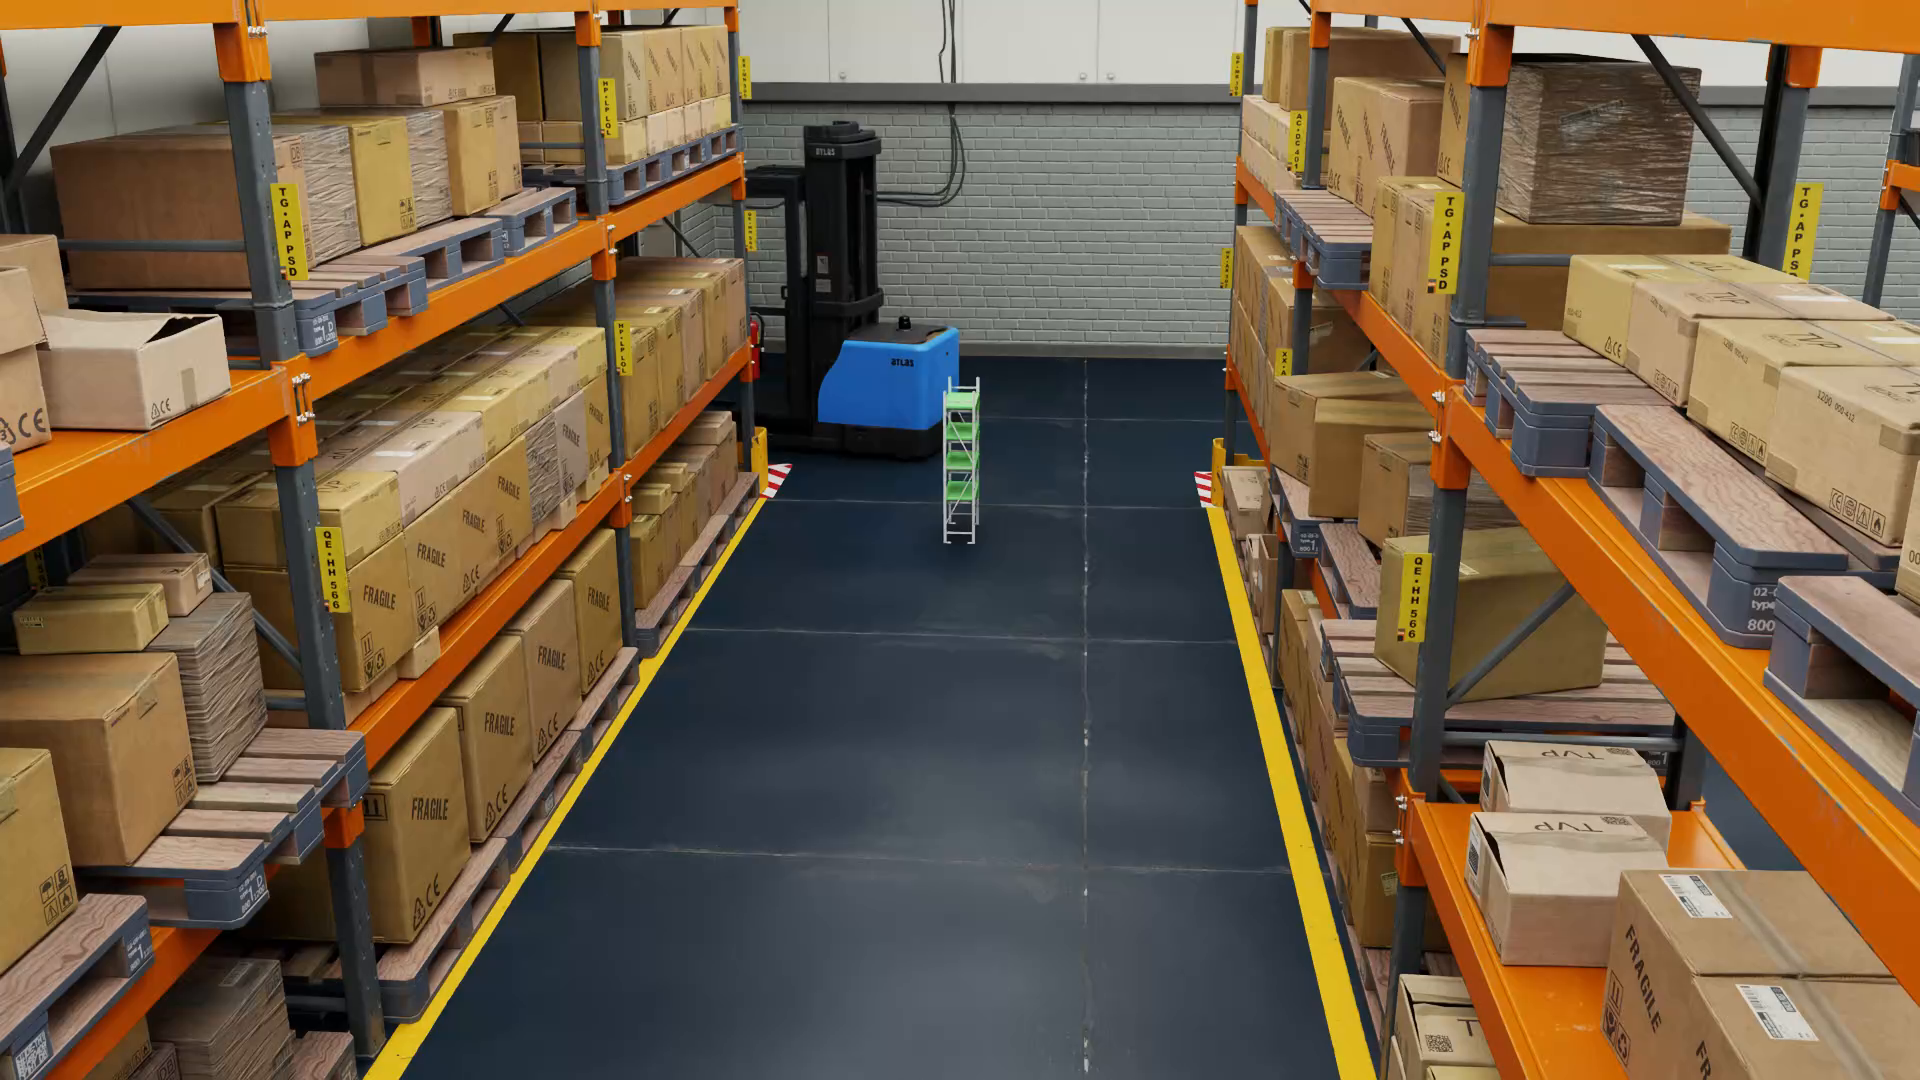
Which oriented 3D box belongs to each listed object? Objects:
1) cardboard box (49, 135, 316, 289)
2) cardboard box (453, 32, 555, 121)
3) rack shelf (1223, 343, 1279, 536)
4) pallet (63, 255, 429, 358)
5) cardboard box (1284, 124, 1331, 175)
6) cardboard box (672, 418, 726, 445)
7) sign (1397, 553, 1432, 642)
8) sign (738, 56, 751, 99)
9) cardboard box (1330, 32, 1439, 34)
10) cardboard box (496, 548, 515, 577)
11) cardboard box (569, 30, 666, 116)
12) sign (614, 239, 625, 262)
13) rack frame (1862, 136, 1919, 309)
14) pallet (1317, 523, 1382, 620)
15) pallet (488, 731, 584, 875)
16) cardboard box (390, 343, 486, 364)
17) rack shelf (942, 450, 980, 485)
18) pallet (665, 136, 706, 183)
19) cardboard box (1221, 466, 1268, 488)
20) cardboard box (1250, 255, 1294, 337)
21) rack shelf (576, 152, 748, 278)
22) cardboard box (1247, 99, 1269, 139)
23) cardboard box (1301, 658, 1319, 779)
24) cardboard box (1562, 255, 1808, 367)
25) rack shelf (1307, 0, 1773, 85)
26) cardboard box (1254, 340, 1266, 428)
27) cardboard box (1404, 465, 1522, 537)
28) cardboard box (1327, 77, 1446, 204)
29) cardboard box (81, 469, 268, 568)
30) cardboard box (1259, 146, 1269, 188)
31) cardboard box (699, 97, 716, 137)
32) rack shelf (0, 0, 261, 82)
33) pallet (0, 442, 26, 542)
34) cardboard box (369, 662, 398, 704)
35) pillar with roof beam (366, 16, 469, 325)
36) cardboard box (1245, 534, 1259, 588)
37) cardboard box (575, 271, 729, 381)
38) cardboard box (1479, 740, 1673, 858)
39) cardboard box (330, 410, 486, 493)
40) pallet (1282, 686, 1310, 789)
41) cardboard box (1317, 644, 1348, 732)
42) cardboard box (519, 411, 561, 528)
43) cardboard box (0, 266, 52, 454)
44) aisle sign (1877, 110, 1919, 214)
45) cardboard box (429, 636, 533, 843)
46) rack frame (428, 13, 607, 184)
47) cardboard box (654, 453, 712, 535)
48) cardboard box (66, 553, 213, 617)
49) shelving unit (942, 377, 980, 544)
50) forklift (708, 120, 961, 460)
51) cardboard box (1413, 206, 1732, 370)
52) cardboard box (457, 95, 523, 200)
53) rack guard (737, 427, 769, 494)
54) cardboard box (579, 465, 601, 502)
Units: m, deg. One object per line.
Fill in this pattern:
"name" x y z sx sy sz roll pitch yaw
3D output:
"cardboard box" -2.845 -1.218 6.138 0.700 0.500 0.500 0 18 0
"cardboard box" -2.718 -2.809 10.062 0.500 0.500 0.500 1 18 3
"rack shelf" 2.549 -0.799 11.700 1.077 0.370 4.000 1 18 4
"pallet" -2.829 -0.924 6.411 1.213 0.211 1.003 2 18 6
"cardboard box" 2.170 -2.269 9.650 0.500 0.250 0.500 1 18 4
"cardboard box" -2.044 -0.848 12.993 0.380 0.149 0.250 2 18 5
"sign" 1.577 0.201 5.761 0.100 0.325 0.005 1 18 4
"sign" -1.708 -3.664 13.175 0.100 0.325 0.005 1 18 4
"cardboard box" 2.610 -2.927 10.456 0.700 0.500 0.500 1 18 4
"cardboard box" -2.442 0.068 8.270 0.380 0.149 0.250 2 18 6
"cardboard box" -2.174 -2.962 10.529 0.500 0.500 0.500 1 18 3
"sign" -2.801 -2.335 13.714 0.100 0.325 0.005 1 18 4
"rack frame" 7.633 -1.650 13.142 1.000 3.000 0.127 1 18 4
"pallet" 2.254 0.210 7.774 1.003 0.211 1.213 1 18 4
"pallet" -2.600 1.317 8.564 1.003 0.211 1.213 1 18 4
"cardboard box" -2.859 -0.884 8.930 0.500 0.250 0.500 1 18 5
"rack shelf" 0.012 -0.561 12.913 0.258 0.148 0.480 1 18 4
"pallet" -2.376 -2.644 11.501 1.003 0.211 1.213 1 18 4
"cardboard box" 2.320 -0.494 13.485 0.380 0.149 0.250 1 18 4
"cardboard box" 2.292 -1.677 11.458 0.500 0.500 0.500 1 18 3
"rack shelf" -2.392 -2.334 11.567 1.077 0.370 4.000 1 18 4
"cardboard box" 2.353 -3.045 12.019 0.500 0.250 0.500 1 18 4
"cardboard box" 2.058 0.925 8.591 0.500 0.500 0.500 2 18 5
"cardboard box" 2.143 -0.689 4.958 0.500 0.250 0.500 0 18 0
"rack shelf" 2.263 -2.218 7.036 1.077 0.370 4.000 1 18 4
"cardboard box" 2.256 -1.048 11.144 0.500 0.500 0.500 2 18 5
"cardboard box" 2.308 -0.002 7.278 0.700 0.500 0.500 5 19 14
"cardboard box" 2.296 -2.085 8.656 0.600 0.600 0.600 0 18 -1
"cardboard box" -3.048 -0.088 6.500 0.500 0.250 0.500 2 18 5
"cardboard box" 2.290 -2.497 11.149 0.500 0.250 0.500 1 18 4
"cardboard box" -2.072 -3.078 12.087 0.500 0.250 0.500 1 18 2
"rack shelf" -2.965 -1.085 3.579 1.077 0.370 4.000 1 18 4
"pallet" -2.887 0.008 3.567 1.213 0.211 1.003 1 18 4
"cardboard box" -2.540 0.548 6.805 0.380 0.149 0.250 2 18 5
"pillar with roof beam" 0.946 -3.621 9.521 9.100 9.000 0.400 1 18 4
"cardboard box" 2.218 0.133 11.312 0.500 0.311 0.500 1 18 4
"cardboard box" -2.316 -1.629 12.596 0.980 0.700 0.700 1 18 3
"cardboard box" 2.050 0.877 5.573 0.500 0.311 0.500 2 18 7
"cardboard box" -2.462 -0.399 7.449 0.500 0.250 0.500 1 18 4
"pallet" 2.385 1.059 9.353 1.003 0.211 1.213 1 18 4
"cardboard box" 2.021 0.714 8.031 0.500 0.250 0.500 1 18 3
"cardboard box" -2.388 -0.364 8.546 0.500 0.500 0.500 1 18 4
"cardboard box" -3.007 -0.470 4.526 0.797 0.503 0.637 4 19 12
"aisle sign" 7.342 -2.915 12.826 0.394 0.787 0.004 1 18 4
"cardboard box" -2.569 0.938 8.022 0.750 0.750 0.750 1 18 4
"rack frame" -2.535 -3.480 9.092 1.000 3.000 0.127 1 18 4
"cardboard box" -2.270 -0.352 12.520 0.700 0.500 0.500 1 18 2
"cardboard box" -2.817 0.156 5.720 0.380 0.149 0.250 -1 18 -3
"shelving unit" 0.012 -0.622 12.893 0.258 1.200 0.503 1 18 4
"forklift" -1.569 -2.375 15.465 3.031 2.935 1.130 6 19 17
"cardboard box" 2.117 -0.887 5.834 0.910 0.500 0.500 1 18 4
"cardboard box" -2.708 -2.040 8.648 0.700 0.500 0.500 0 18 1
"rack guard" -2.247 -0.691 14.229 1.175 0.500 0.348 1 18 4
"cardboard box" -2.271 -0.329 9.481 0.380 0.149 0.250 2 18 5
